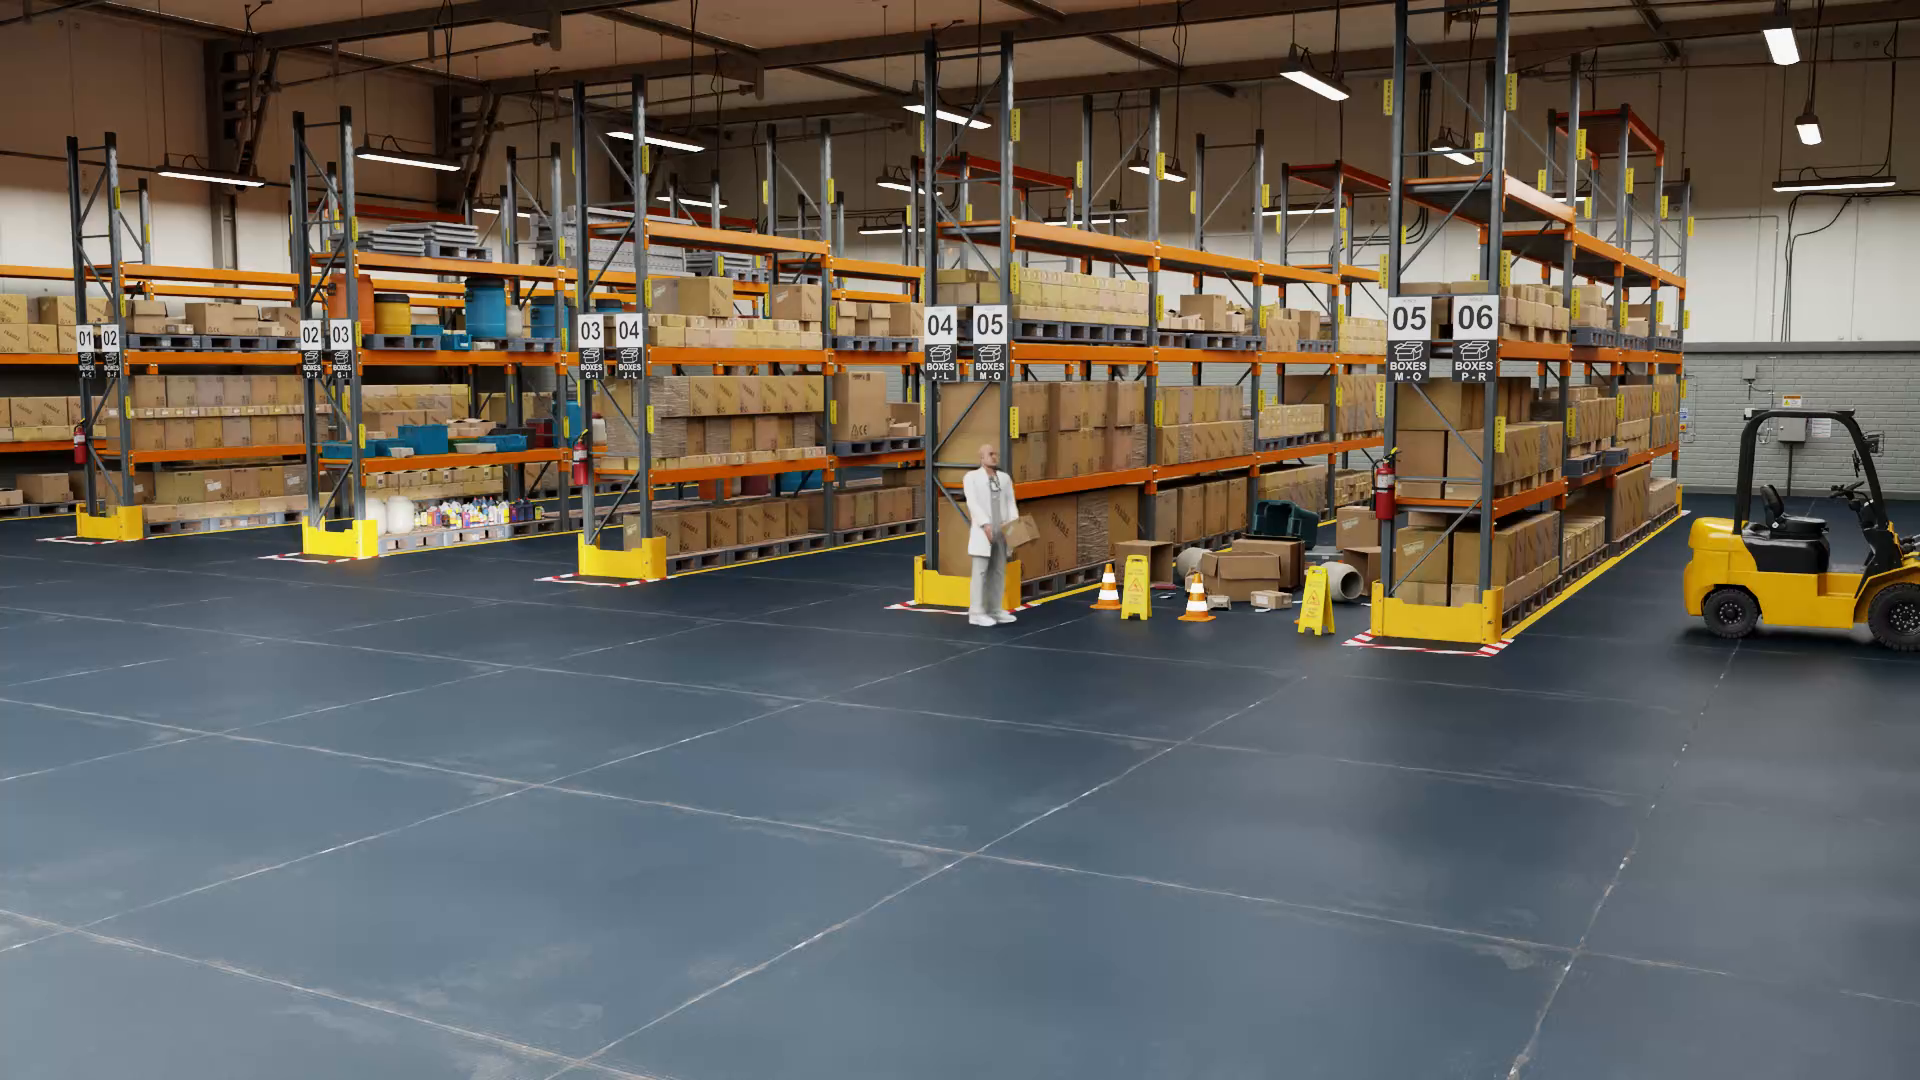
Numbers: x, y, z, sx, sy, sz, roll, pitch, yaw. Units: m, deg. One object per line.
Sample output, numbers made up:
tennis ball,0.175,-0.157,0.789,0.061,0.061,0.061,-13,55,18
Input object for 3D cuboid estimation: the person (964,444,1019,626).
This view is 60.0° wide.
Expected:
person,0.350,-0.055,16.552,0.566,1.779,0.540,-3,7,-28
